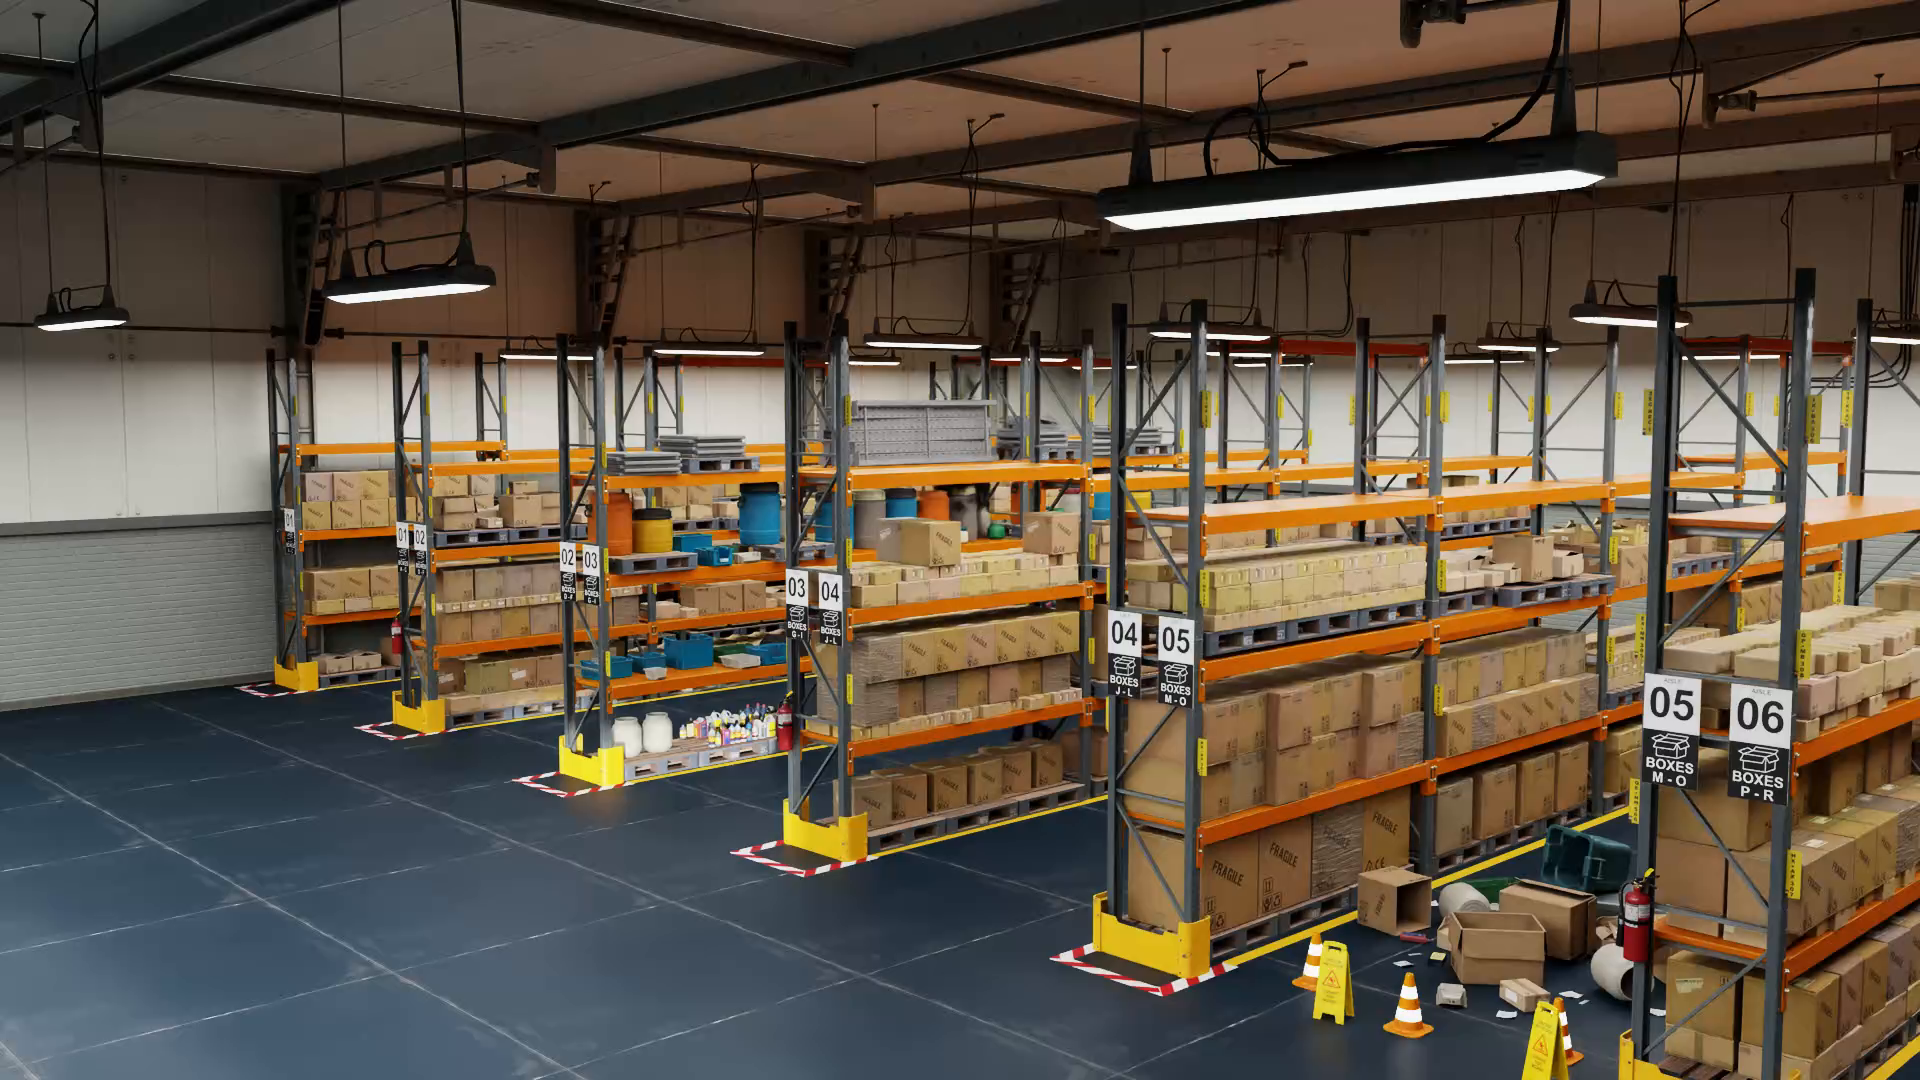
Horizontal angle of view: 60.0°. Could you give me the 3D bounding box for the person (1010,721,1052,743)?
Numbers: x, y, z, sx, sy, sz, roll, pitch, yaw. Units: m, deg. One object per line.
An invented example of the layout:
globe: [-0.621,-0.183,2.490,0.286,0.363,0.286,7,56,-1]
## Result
person: [0.996,2.333,23.975,0.973,1.599,0.640,-5,7,-43]

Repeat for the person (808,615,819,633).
person: [-3.002,1.318,34.482,0.679,1.752,0.911,4,6,39]
